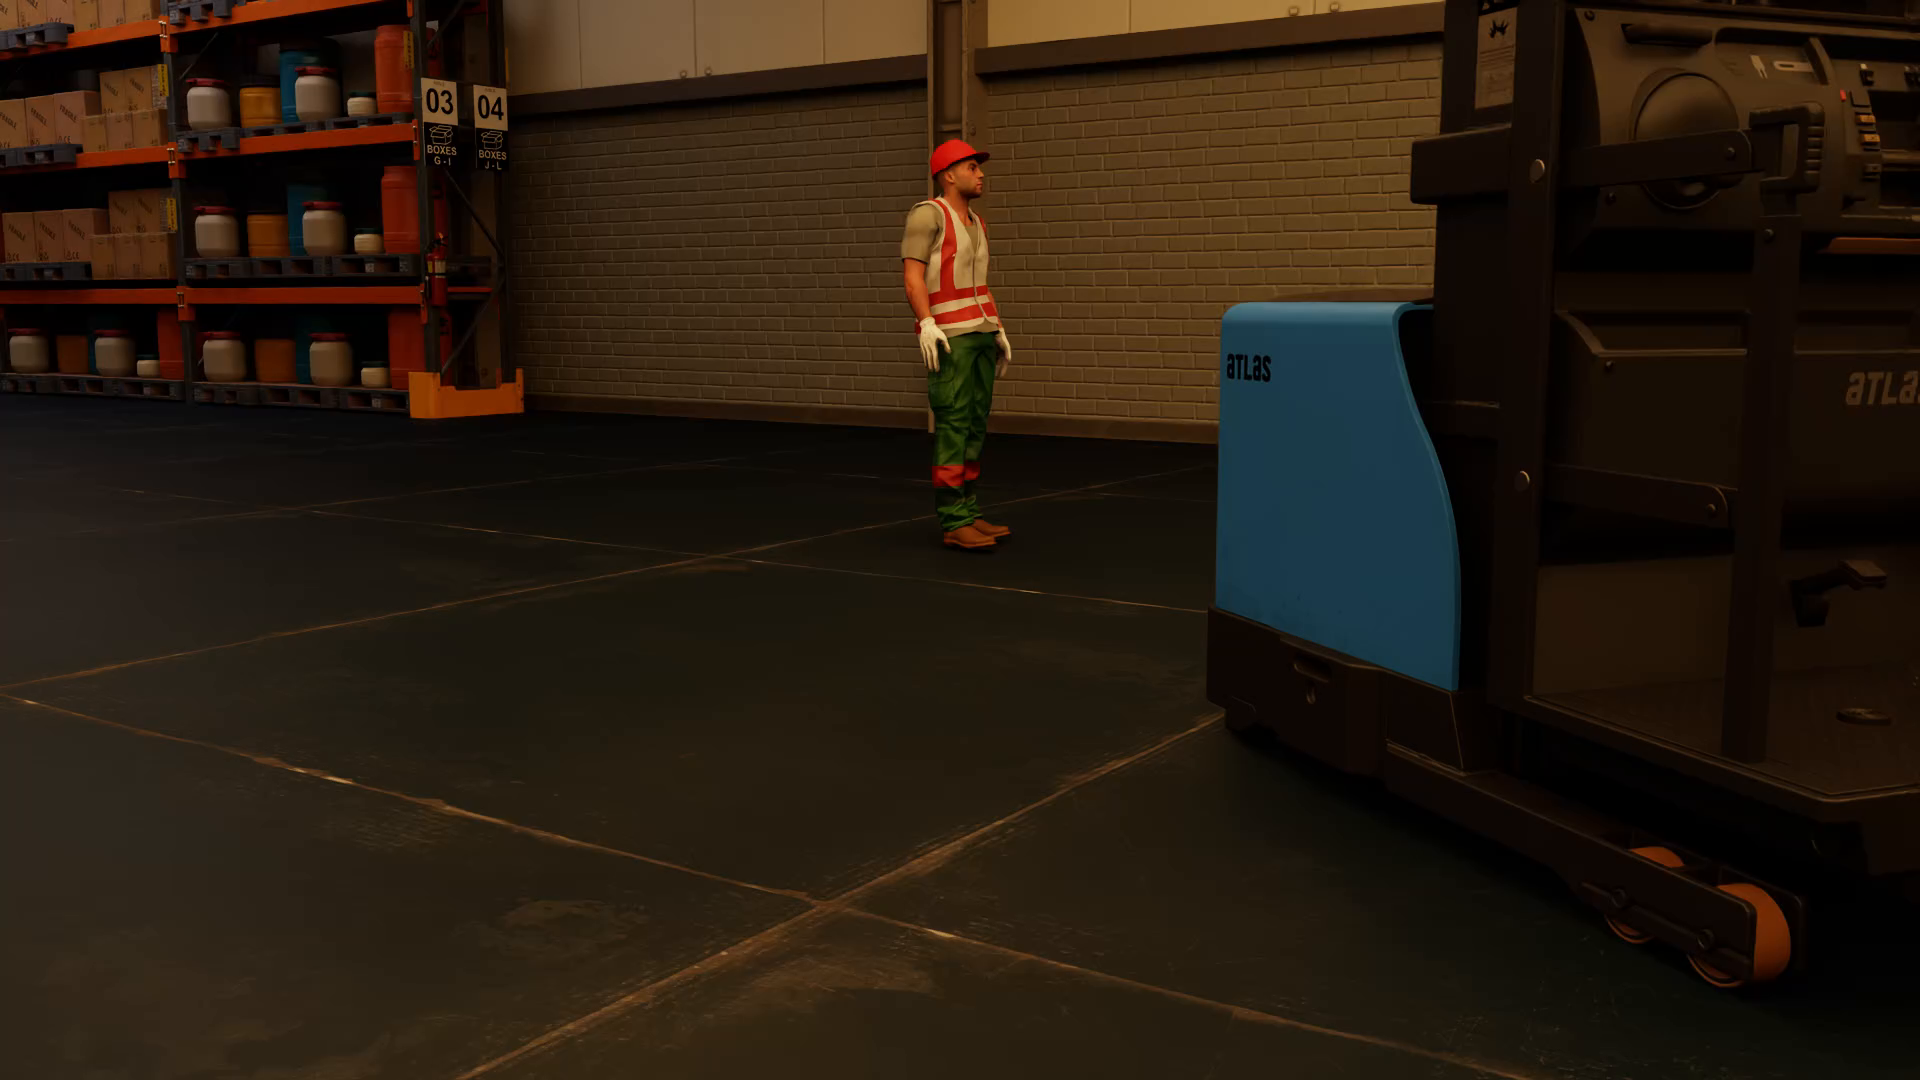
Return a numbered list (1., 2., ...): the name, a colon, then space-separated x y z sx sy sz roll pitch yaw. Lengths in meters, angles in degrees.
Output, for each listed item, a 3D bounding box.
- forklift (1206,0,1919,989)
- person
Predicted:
1. forklift: 1.605 -0.808 2.871 1.130 2.935 3.031 -3 9 -20
2. person: 0.059 -0.885 7.422 0.564 1.787 0.637 5 10 34
